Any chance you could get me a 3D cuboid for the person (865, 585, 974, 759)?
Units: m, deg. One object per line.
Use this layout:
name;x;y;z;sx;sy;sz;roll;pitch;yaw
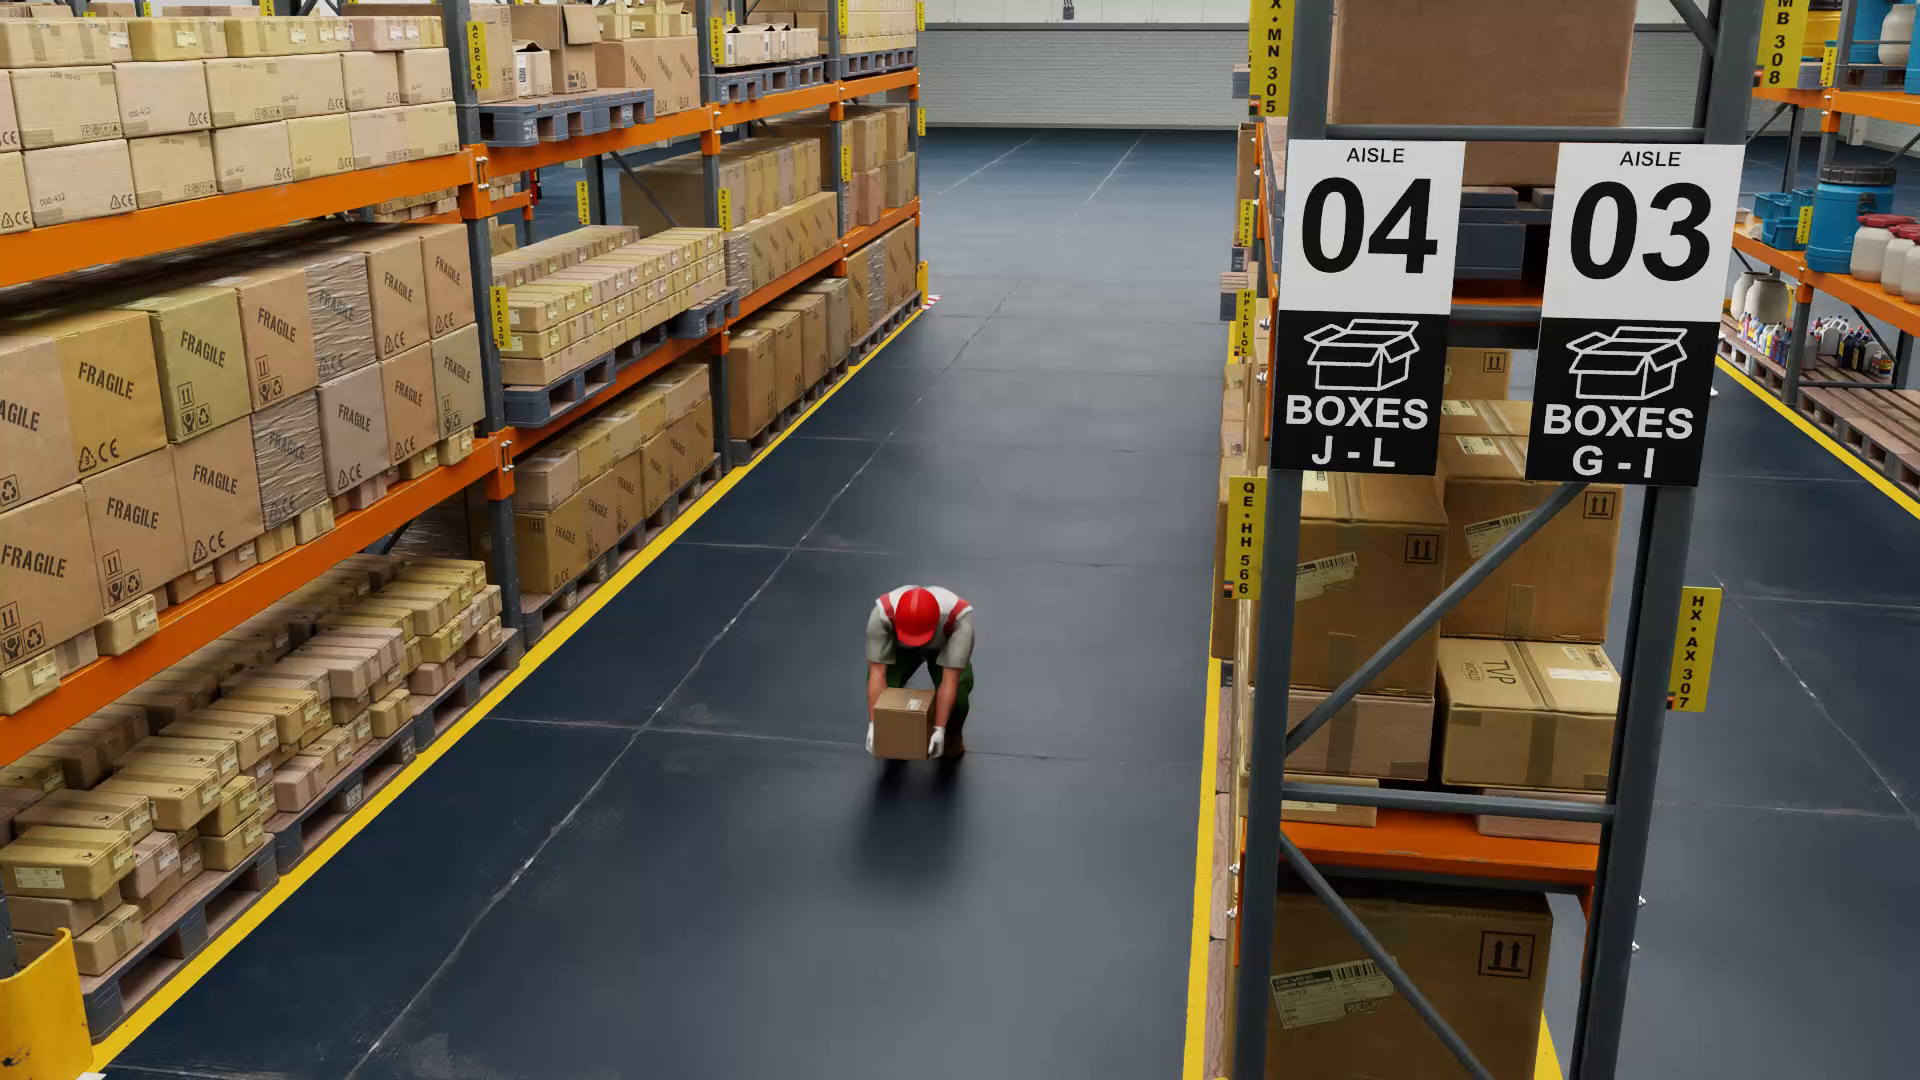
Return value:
person;-0.184;0.595;7.967;0.530;0.995;0.898;2;18;7
